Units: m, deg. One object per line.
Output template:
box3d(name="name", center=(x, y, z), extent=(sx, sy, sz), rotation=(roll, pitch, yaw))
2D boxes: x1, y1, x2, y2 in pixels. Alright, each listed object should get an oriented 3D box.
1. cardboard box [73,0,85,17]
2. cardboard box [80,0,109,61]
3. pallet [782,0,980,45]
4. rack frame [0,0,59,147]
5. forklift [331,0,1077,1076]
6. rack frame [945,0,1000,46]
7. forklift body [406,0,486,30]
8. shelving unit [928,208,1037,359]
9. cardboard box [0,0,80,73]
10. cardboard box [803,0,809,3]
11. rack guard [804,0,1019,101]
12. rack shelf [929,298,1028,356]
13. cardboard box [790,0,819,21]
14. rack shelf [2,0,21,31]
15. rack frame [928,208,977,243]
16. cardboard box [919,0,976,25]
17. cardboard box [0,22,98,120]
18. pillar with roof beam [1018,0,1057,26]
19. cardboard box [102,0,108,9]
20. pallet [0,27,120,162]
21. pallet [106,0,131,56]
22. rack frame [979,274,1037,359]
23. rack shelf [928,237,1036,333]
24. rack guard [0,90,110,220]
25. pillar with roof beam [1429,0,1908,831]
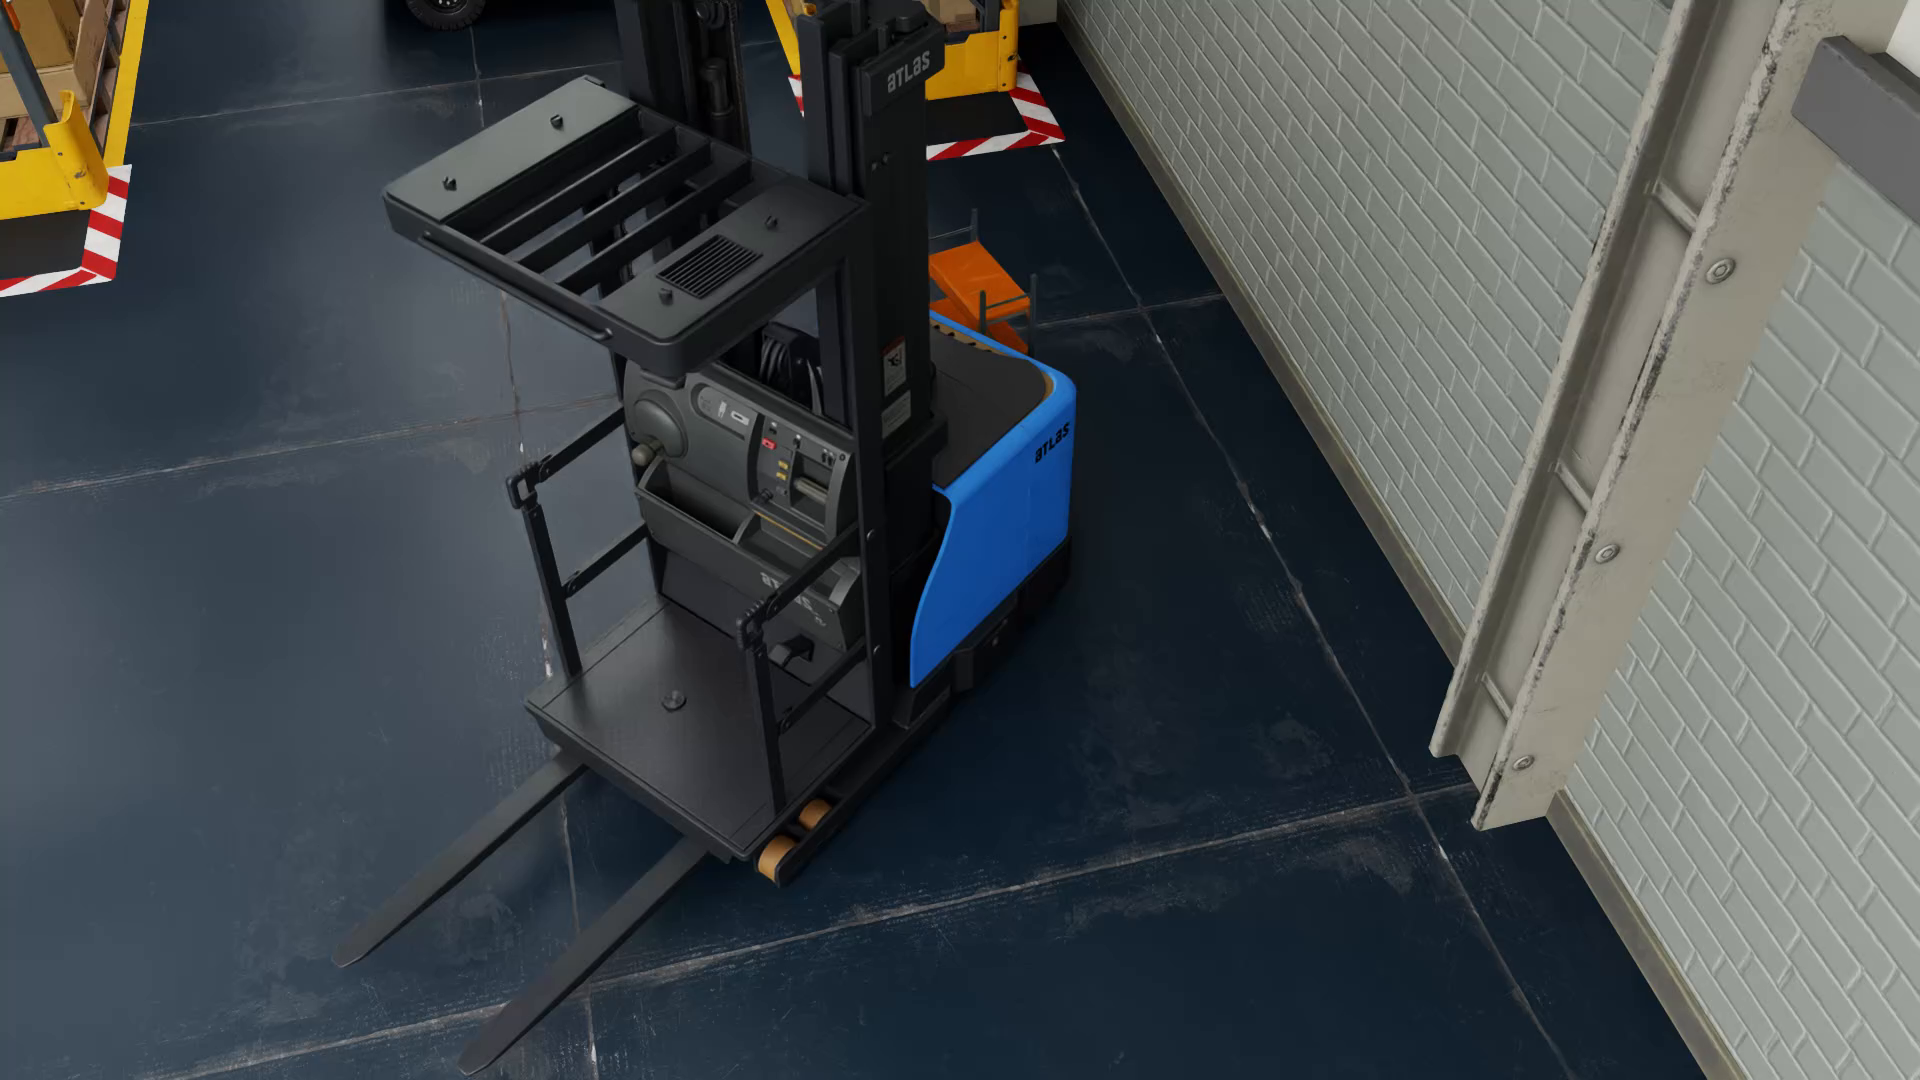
box3d(name="cardboard box", center=(-5.154, -3.186, 9.129), extent=(0.500, 0.500, 0.500), rotation=(-12, 47, -12))
box3d(name="cardboard box", center=(-5.133, -2.901, 9.374), extent=(0.500, 0.250, 0.500), rotation=(-9, 46, -9))
box3d(name="pallet", center=(-0.509, -3.209, 9.998), extent=(1.003, 0.211, 1.213), rotation=(-11, 47, -10))
box3d(name="rack frame", center=(-5.070, -2.755, 7.600), extent=(1.000, 3.000, 0.127), rotation=(-11, 47, -10))
box3d(name="forklift", center=(-0.849, -0.233, 5.177), extent=(1.130, 2.935, 3.031), rotation=(29, 52, 25))
box3d(name="rack frame", center=(-0.273, -3.665, 8.492), extent=(1.000, 3.000, 0.127), rotation=(-11, 47, -10))
box3d(name="forklift body", center=(-2.522, -4.343, 9.751), extent=(2.313, 2.155, 1.214), rotation=(-11, 47, -10))
box3d(name="shelving unit", center=(0.071, -0.702, 6.849), extent=(0.258, 1.200, 0.503), rotation=(-20, 49, -19))
box3d(name="cardboard box", center=(-5.016, -2.826, 8.776), extent=(0.500, 0.500, 0.500), rotation=(-12, 47, -12))
box3d(name="cardboard box", center=(-0.700, -3.303, 9.419), extent=(0.500, 0.250, 0.500), rotation=(-11, 47, -11))
box3d(name="rack guard", center=(-0.267, -2.773, 9.369), extent=(1.175, 0.500, 0.348), rotation=(-11, 47, -10))
box3d(name="rack shelf", center=(0.071, -0.812, 6.737), extent=(0.258, 0.148, 0.480), rotation=(-20, 49, -19))
box3d(name="cardboard box", center=(-0.699, -3.116, 9.585), extent=(0.500, 0.250, 0.500), rotation=(-10, 46, -10))
box3d(name="rack shelf", center=(-5.582, -3.884, 9.210), extent=(1.077, 0.370, 4.000), rotation=(-11, 47, -10))
box3d(name="rack frame", center=(-0.041, -0.857, 7.001), extent=(0.240, 1.200, 0.015), rotation=(-20, 49, -19))
box3d(name="cardboard box", center=(-0.210, -3.224, 9.692), extent=(0.500, 0.250, 0.500), rotation=(-11, 47, -10))
box3d(name="cardboard box", center=(-5.010, -2.547, 9.028), extent=(0.500, 0.250, 0.500), rotation=(-11, 47, -11))
box3d(name="pillar with roof beam", center=(-3.742, -5.623, 6.211), extent=(9.100, 9.000, 0.400), rotation=(-11, 47, -10))
box3d(name="cardboard box", center=(-5.285, -3.275, 9.741), extent=(0.500, 0.250, 0.500), rotation=(-8, 46, -8))
box3d(name="pallet", center=(-5.264, -2.399, 9.204), extent=(1.003, 0.211, 1.213), rotation=(-11, 47, -10))
box3d(name="pallet", center=(-5.572, -3.239, 10.027), extent=(1.003, 0.211, 1.213), rotation=(-11, 47, -10))
box3d(name="rack frame", center=(0.183, -0.547, 6.697), extent=(0.240, 1.200, 0.015), rotation=(-20, 49, -19))
box3d(name="rack shelf", center=(0.071, -0.977, 6.568), extent=(0.258, 0.148, 0.480), rotation=(-20, 49, -19))
box3d(name="rack guard", center=(-5.090, -1.932, 8.544), extent=(1.175, 0.500, 0.348), rotation=(-11, 47, -10))
box3d(name="pillar with roof beam", center=(-2.206, -1.481, 2.151), extent=(9.100, 9.000, 0.400), rotation=(-11, 47, -10))
